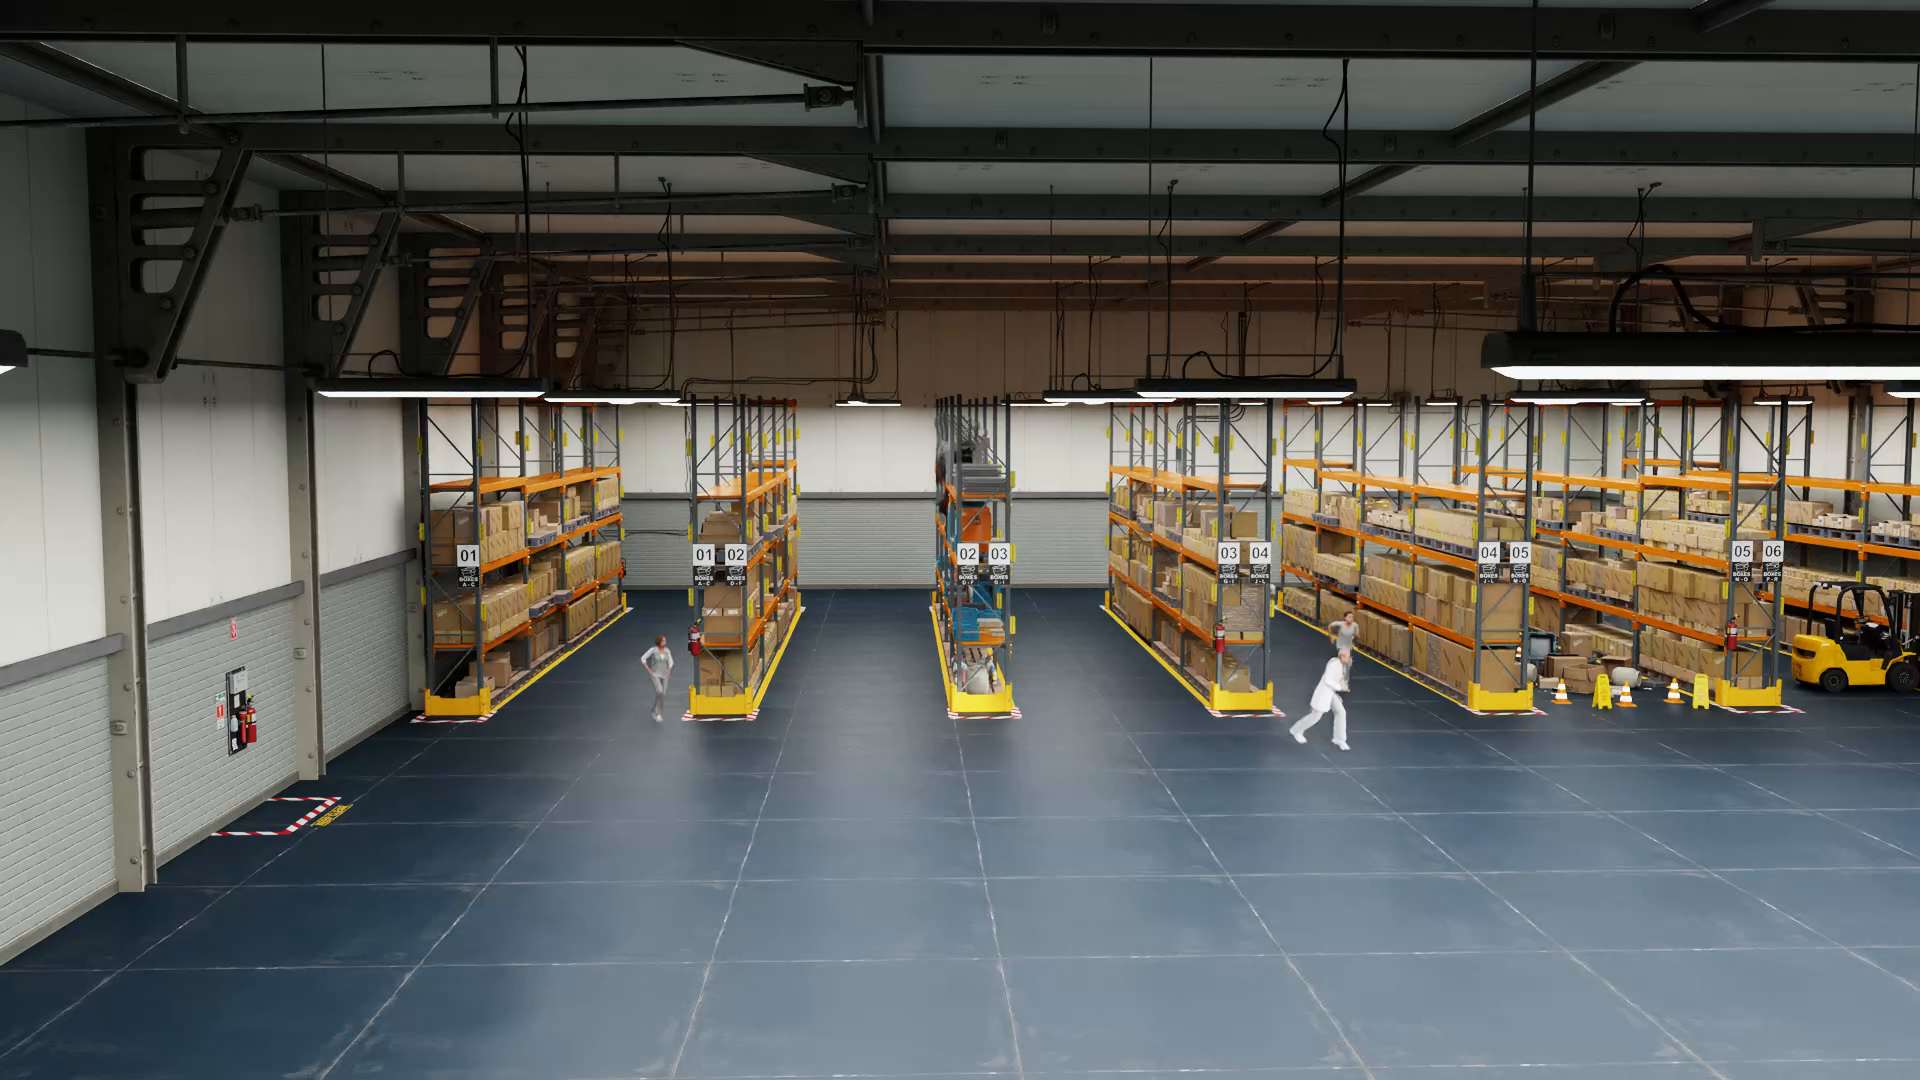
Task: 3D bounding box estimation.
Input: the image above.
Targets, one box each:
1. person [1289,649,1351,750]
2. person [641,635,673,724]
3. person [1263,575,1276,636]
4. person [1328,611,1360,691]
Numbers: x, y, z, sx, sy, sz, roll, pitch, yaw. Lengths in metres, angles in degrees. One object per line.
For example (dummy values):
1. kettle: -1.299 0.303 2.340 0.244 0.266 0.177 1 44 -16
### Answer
1. person: 6.115 2.685 28.165 1.067 1.743 0.755 2 5 26
2. person: -5.510 2.545 30.469 0.544 1.591 0.642 -3 6 -36
3. person: 7.610 1.629 41.496 0.533 1.612 0.698 0 5 -6
4. person: 7.827 2.231 33.960 0.558 1.633 0.898 -2 5 -20
